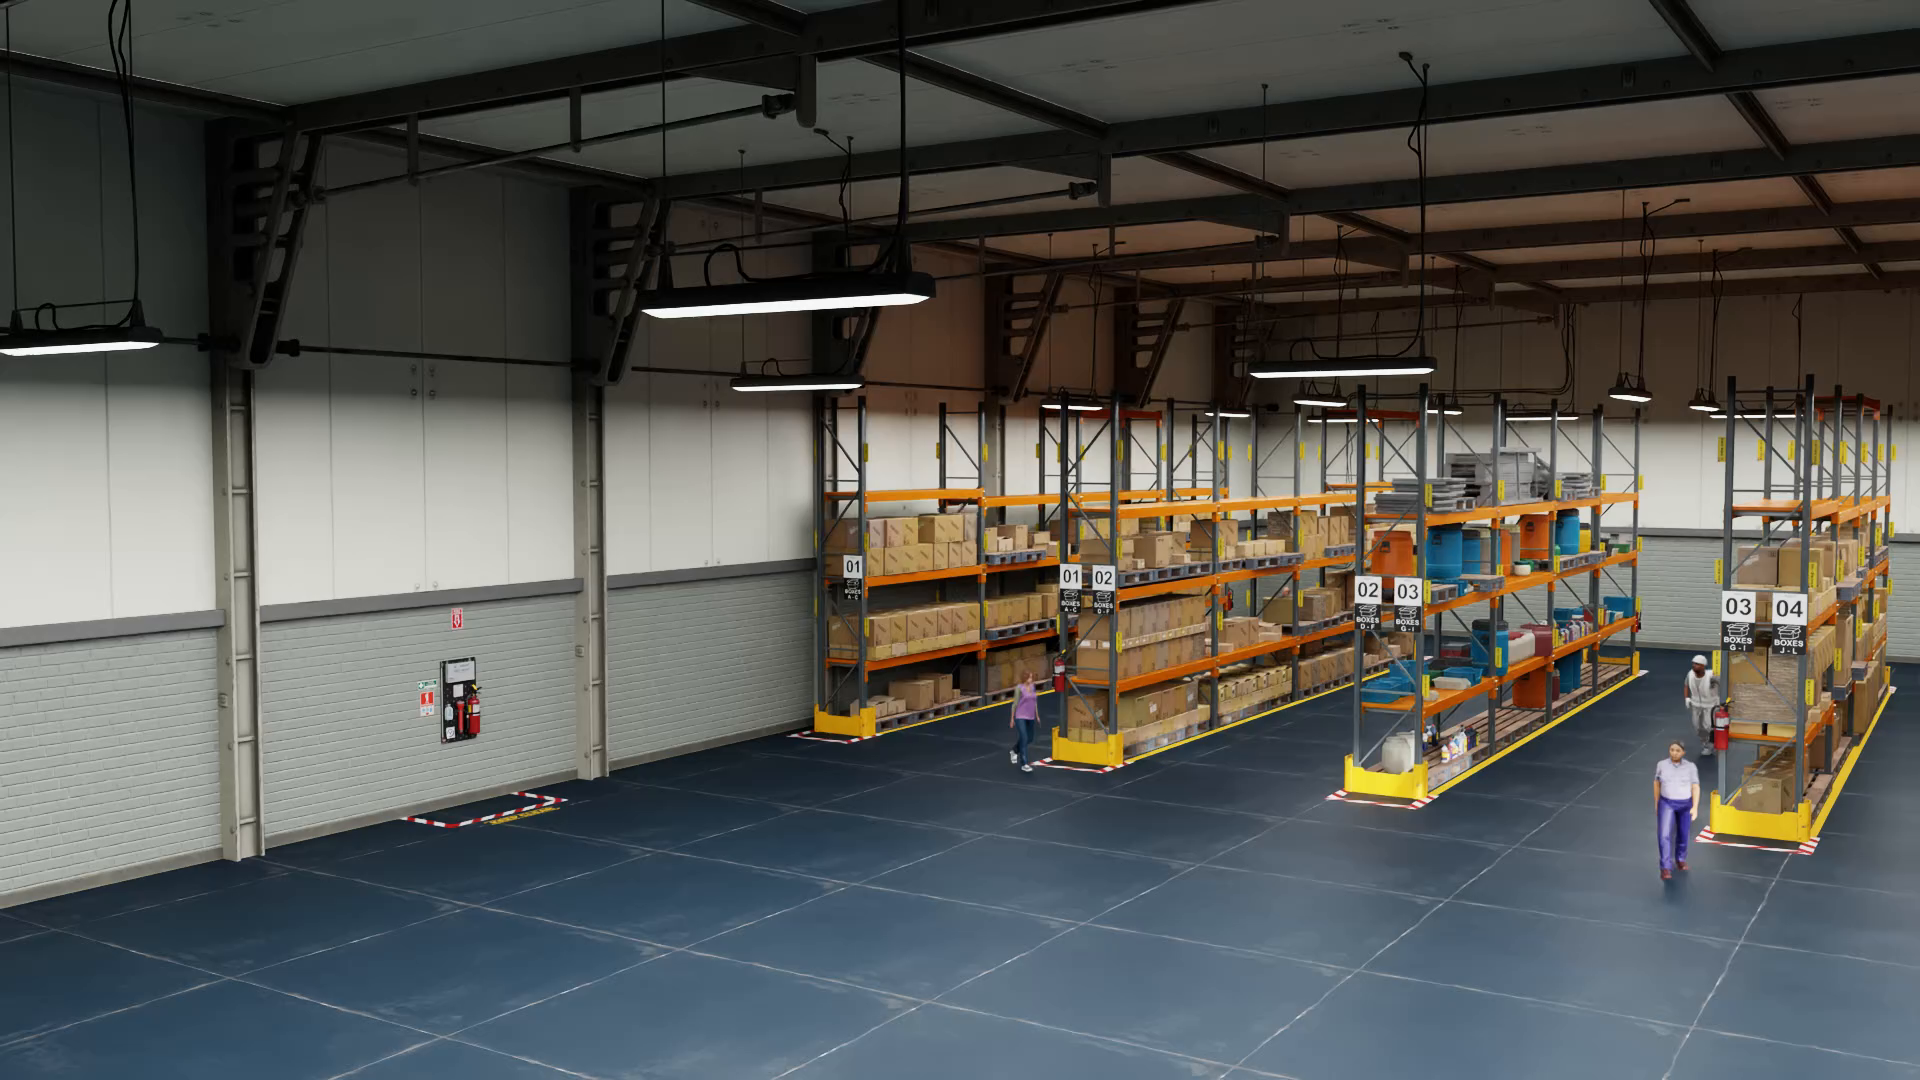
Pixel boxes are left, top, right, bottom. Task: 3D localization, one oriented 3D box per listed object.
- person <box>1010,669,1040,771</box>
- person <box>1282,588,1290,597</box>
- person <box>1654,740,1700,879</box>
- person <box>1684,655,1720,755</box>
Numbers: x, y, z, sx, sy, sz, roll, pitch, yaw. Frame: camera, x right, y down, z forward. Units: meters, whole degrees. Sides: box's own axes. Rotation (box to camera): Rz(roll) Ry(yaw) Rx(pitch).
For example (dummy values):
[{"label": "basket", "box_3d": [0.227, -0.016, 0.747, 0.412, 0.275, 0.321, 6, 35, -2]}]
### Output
[{"label": "person", "box_3d": [0.997, 2.828, 26.365, 0.450, 1.572, 0.729, -3, 4, -43]}, {"label": "person", "box_3d": [8.009, 2.005, 41.036, 0.585, 1.657, 1.084, 2, 3, 30]}, {"label": "person", "box_3d": [8.443, 3.153, 19.587, 0.498, 1.592, 0.994, 1, 3, 21]}, {"label": "person", "box_3d": [12.305, 2.725, 27.409, 0.725, 1.682, 0.644, 3, 4, 42]}]
